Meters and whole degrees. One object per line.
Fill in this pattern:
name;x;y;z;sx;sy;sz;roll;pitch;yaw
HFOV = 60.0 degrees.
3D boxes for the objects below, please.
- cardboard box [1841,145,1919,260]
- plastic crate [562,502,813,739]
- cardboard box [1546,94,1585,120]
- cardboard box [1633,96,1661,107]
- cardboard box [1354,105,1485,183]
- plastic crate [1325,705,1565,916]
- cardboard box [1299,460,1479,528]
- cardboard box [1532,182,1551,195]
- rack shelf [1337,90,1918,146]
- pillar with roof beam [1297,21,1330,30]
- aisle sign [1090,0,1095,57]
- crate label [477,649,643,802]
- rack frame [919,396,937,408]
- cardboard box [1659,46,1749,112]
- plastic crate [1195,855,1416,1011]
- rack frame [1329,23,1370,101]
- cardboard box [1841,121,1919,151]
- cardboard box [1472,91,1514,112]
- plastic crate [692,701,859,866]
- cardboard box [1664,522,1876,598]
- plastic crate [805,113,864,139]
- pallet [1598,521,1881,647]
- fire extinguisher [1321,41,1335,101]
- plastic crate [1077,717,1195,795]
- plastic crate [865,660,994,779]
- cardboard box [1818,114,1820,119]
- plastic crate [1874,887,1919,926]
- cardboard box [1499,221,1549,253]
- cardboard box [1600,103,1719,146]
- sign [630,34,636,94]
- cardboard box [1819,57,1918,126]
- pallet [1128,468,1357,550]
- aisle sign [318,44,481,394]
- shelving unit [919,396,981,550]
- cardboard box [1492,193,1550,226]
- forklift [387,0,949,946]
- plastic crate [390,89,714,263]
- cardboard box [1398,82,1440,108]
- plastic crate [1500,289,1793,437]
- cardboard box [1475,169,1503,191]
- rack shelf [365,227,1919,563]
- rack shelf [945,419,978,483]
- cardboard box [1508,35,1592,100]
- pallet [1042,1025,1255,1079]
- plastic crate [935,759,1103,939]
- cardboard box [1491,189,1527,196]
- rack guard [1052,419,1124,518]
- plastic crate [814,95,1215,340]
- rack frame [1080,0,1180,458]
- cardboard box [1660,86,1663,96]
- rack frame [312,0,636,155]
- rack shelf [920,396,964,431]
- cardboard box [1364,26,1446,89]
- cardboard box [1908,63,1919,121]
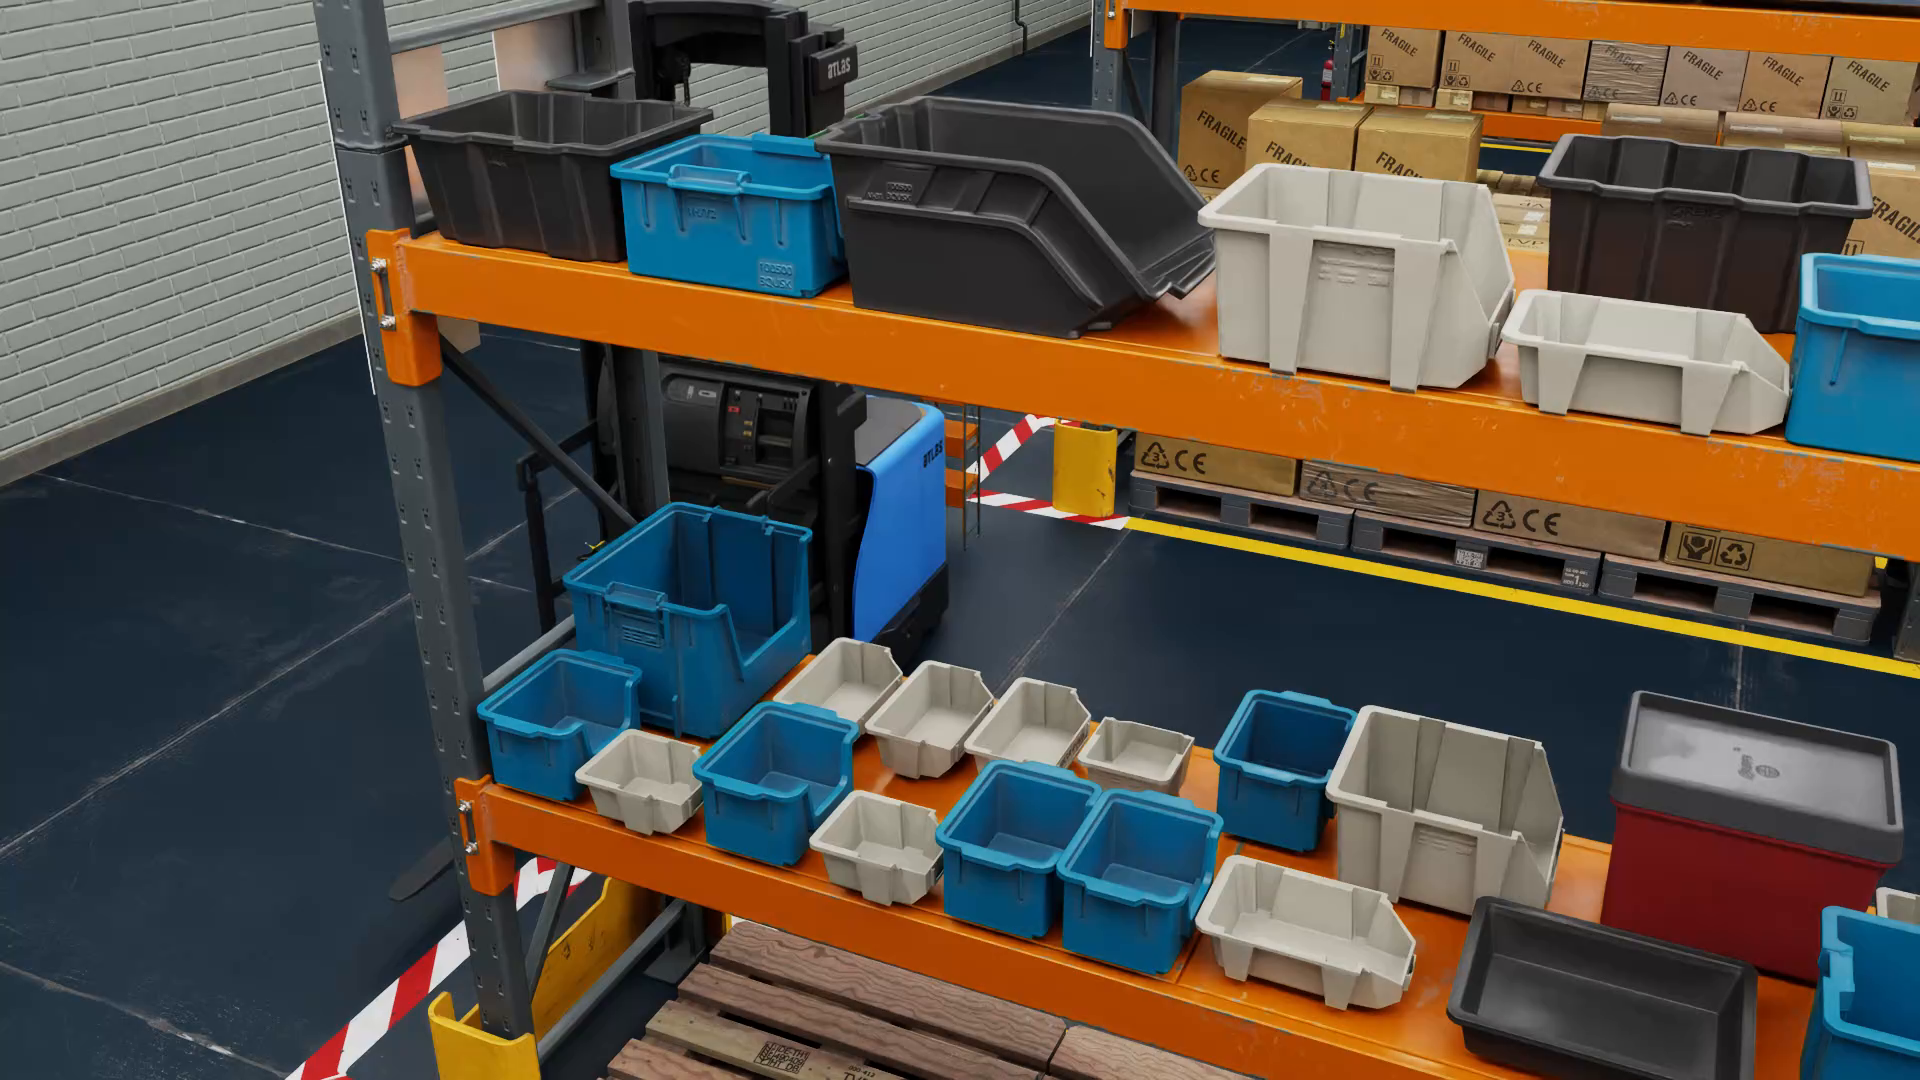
cardboard box;4.018;-1.364;7.108;0.500;0.500;0.500;12;29;23
plastic crate;-0.763;0.219;4.801;0.499;0.435;0.616;11;28;22
cardboard box;4.424;-3.179;12.096;0.250;0.149;0.380;11;28;21
cardboard box;4.882;-3.063;11.859;0.250;0.149;0.380;12;29;23
cardboard box;2.160;-1.738;7.869;0.500;0.500;0.500;11;28;20
plastic crate;1.183;0.680;4.039;0.530;0.282;0.437;11;28;22
cardboard box;2.350;-0.700;8.705;0.875;0.875;0.875;11;28;22
cardboard box;4.608;-2.708;12.933;0.250;0.149;0.380;12;29;24
rack shelf;4.871;-3.003;12.269;4.000;0.370;1.077;11;28;22
pillar with roof beam;3.196;-9.513;17.884;0.400;9.000;9.100;11;28;22
aisle sign;0.716;-2.775;8.047;0.004;0.787;0.394;11;28;22
crate label;-1.056;0.501;4.457;0.303;0.233;0.416;11;28;22
rack frame;-0.160;-0.503;8.583;0.008;1.050;0.200;11;28;22
cardboard box;5.210;-3.300;11.608;0.500;0.500;0.500;11;28;22
plastic crate;0.787;0.901;3.755;0.466;0.136;0.293;11;28;22
rack frame;3.051;-3.692;12.852;0.127;3.000;1.000;11;28;22
cardboard box;4.217;-1.577;7.542;0.500;0.500;0.500;11;28;22
cardboard box;3.974;-3.295;12.331;0.250;0.149;0.380;13;29;24
plastic crate;-0.457;0.622;4.213;0.300;0.233;0.416;11;28;22
cardboard box;3.979;-0.373;8.041;0.875;0.875;0.875;11;28;22
plastic crate;-0.129;-0.909;4.045;0.336;0.188;0.450;11;28;22
pallet;3.887;0.096;8.316;1.213;0.211;1.003;11;28;22
fire extinguisher;3.012;-3.721;13.422;0.183;0.674;0.296;11;28;22
plastic crate;0.471;0.590;4.386;0.250;0.136;0.298;11;28;22
plastic crate;-0.070;0.502;4.565;0.243;0.136;0.396;11;28;22
cardboard box;5.837;-2.882;11.492;0.250;0.149;0.380;13;29;24
plastic crate;2.132;0.956;3.643;0.243;0.136;0.396;11;28;22
cardboard box;2.640;-1.307;7.841;0.500;0.250;0.500;11;28;21
cardboard box;3.296;-1.764;7.921;0.500;0.500;0.500;10;28;20
sign;-0.932;-1.247;4.610;0.005;0.325;0.100;11;28;22
cardboard box;6.135;-3.114;11.228;0.500;0.500;0.500;11;28;22
pallet;1.666;-0.350;9.222;1.213;0.211;1.003;11;28;22
aisle sign;-1.333;-0.784;4.004;0.004;0.787;0.394;11;28;22
shelving unit;-0.049;-0.481;8.538;0.252;1.050;0.215;11;28;22
cardboard box;2.857;-1.521;8.276;0.500;0.250;0.500;11;28;22
forklift;-1.089;-0.442;6.330;1.130;2.935;3.031;10;28;20
plastic crate;-0.910;-0.829;3.790;0.590;0.269;0.497;11;28;22
cardboard box;3.459;-3.358;12.459;0.250;0.149;0.380;12;29;24
plastic crate;1.181;-0.300;2.866;0.466;0.136;0.293;11;28;22
cardboard box;4.131;-2.808;13.136;0.250;0.149;0.380;11;28;21
rack shelf;0.676;-0.382;3.548;4.000;0.370;1.077;11;28;22
rack shelf;-0.049;-0.471;8.543;0.240;0.259;0.215;11;28;22
cardboard box;4.283;-3.495;12.002;0.500;0.500;0.500;12;29;22
pallet;0.696;1.917;4.618;1.213;0.211;1.003;11;28;22
plastic crate;0.142;0.742;3.968;0.300;0.233;0.416;11;28;22
cardboard box;4.124;-2.524;12.559;0.250;0.149;0.380;10;28;19
rack guard;0.884;-0.599;9.400;0.348;0.500;1.175;11;28;22
plastic crate;0.132;-0.652;3.353;0.767;0.338;0.504;11;28;22
rack frame;0.905;-1.716;8.839;0.127;3.000;1.000;11;28;22
cardboard box;5.087;-3.283;12.306;0.250;0.149;0.380;12;29;24
rack frame;-1.145;-2.416;3.469;0.127;3.000;1.000;11;28;22
rack shelf;-0.049;-0.726;8.417;0.240;0.259;0.215;11;28;22
cardboard box;3.345;-3.677;12.372;0.500;0.500;0.500;13;29;24
cardboard box;9.246;-4.123;15.659;0.875;0.875;0.875;12;29;23
